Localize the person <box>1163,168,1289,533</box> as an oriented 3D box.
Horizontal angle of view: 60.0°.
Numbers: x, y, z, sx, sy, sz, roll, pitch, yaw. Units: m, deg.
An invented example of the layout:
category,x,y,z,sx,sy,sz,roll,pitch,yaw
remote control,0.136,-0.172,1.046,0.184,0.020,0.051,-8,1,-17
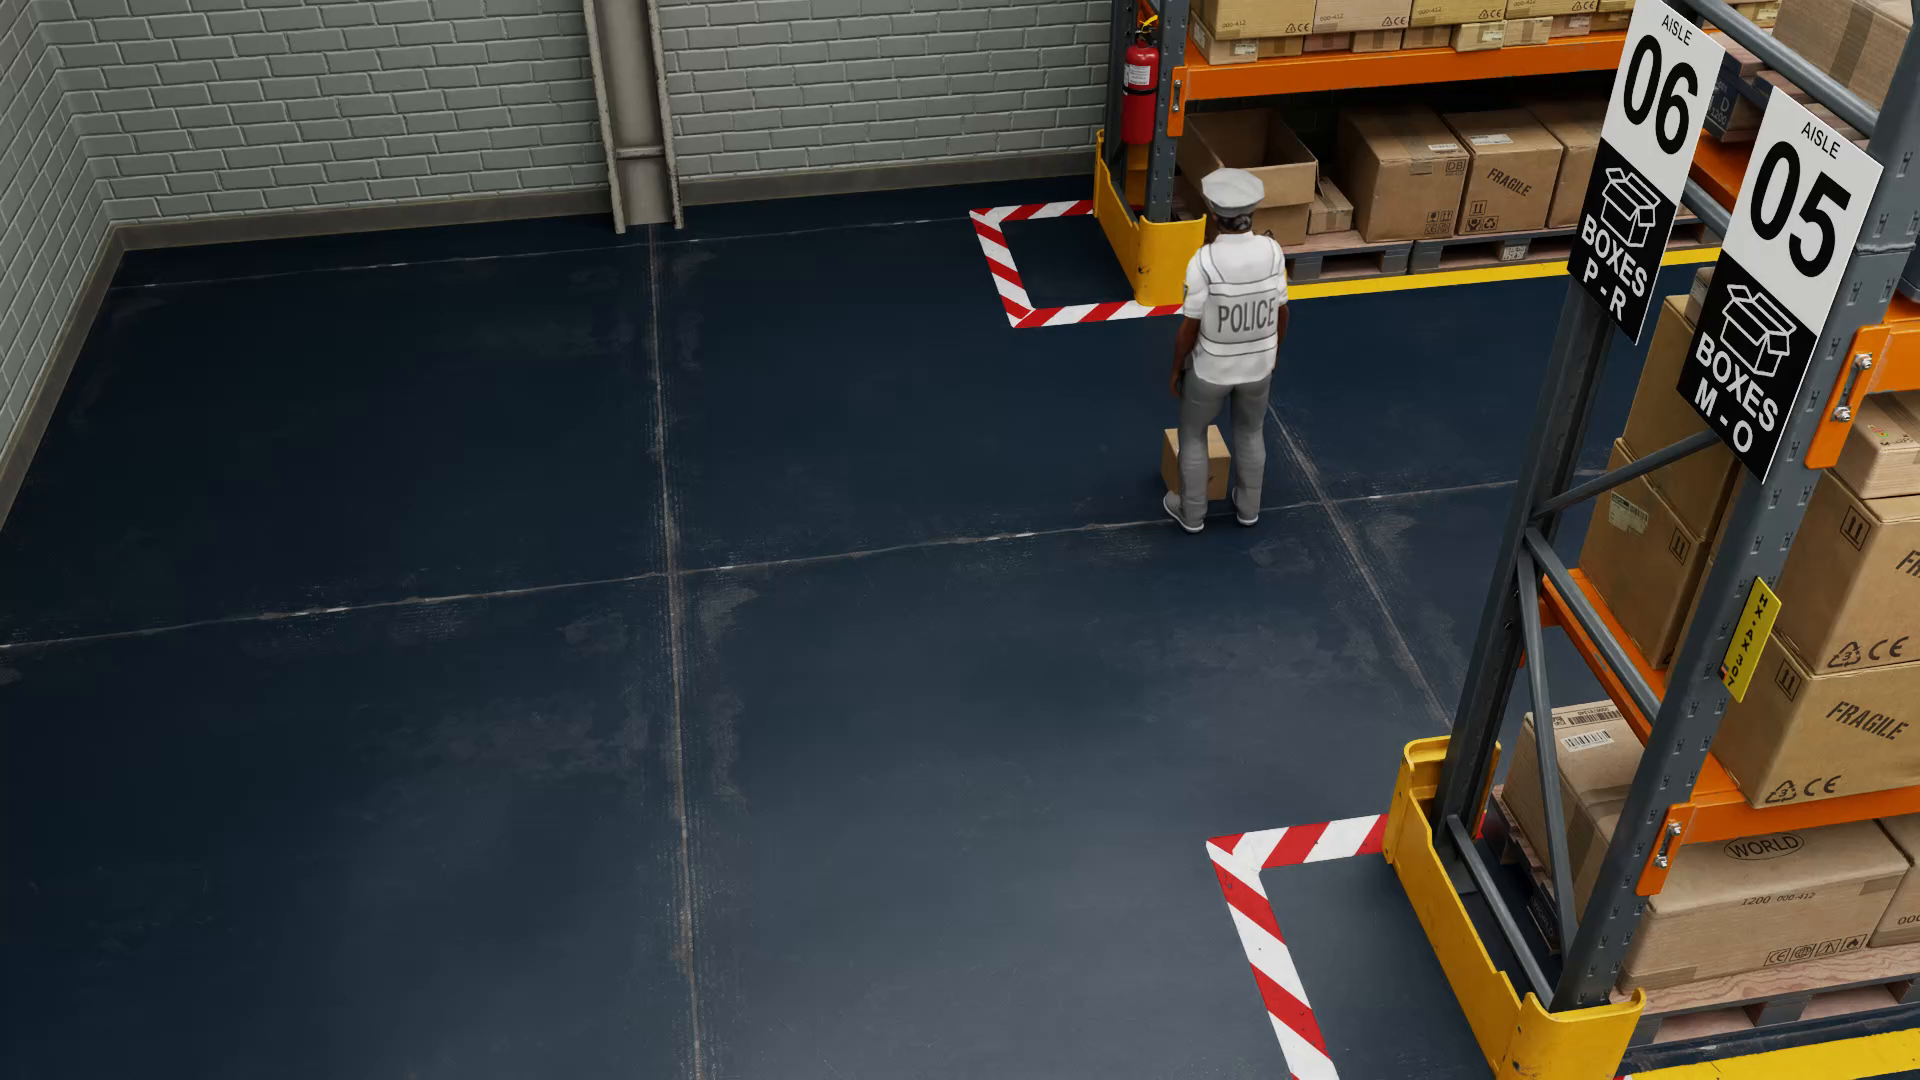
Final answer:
category,x,y,z,sx,sy,sz,roll,pitch,yaw
person,1.143,-0.754,7.090,0.523,1.658,0.395,-8,40,-10
